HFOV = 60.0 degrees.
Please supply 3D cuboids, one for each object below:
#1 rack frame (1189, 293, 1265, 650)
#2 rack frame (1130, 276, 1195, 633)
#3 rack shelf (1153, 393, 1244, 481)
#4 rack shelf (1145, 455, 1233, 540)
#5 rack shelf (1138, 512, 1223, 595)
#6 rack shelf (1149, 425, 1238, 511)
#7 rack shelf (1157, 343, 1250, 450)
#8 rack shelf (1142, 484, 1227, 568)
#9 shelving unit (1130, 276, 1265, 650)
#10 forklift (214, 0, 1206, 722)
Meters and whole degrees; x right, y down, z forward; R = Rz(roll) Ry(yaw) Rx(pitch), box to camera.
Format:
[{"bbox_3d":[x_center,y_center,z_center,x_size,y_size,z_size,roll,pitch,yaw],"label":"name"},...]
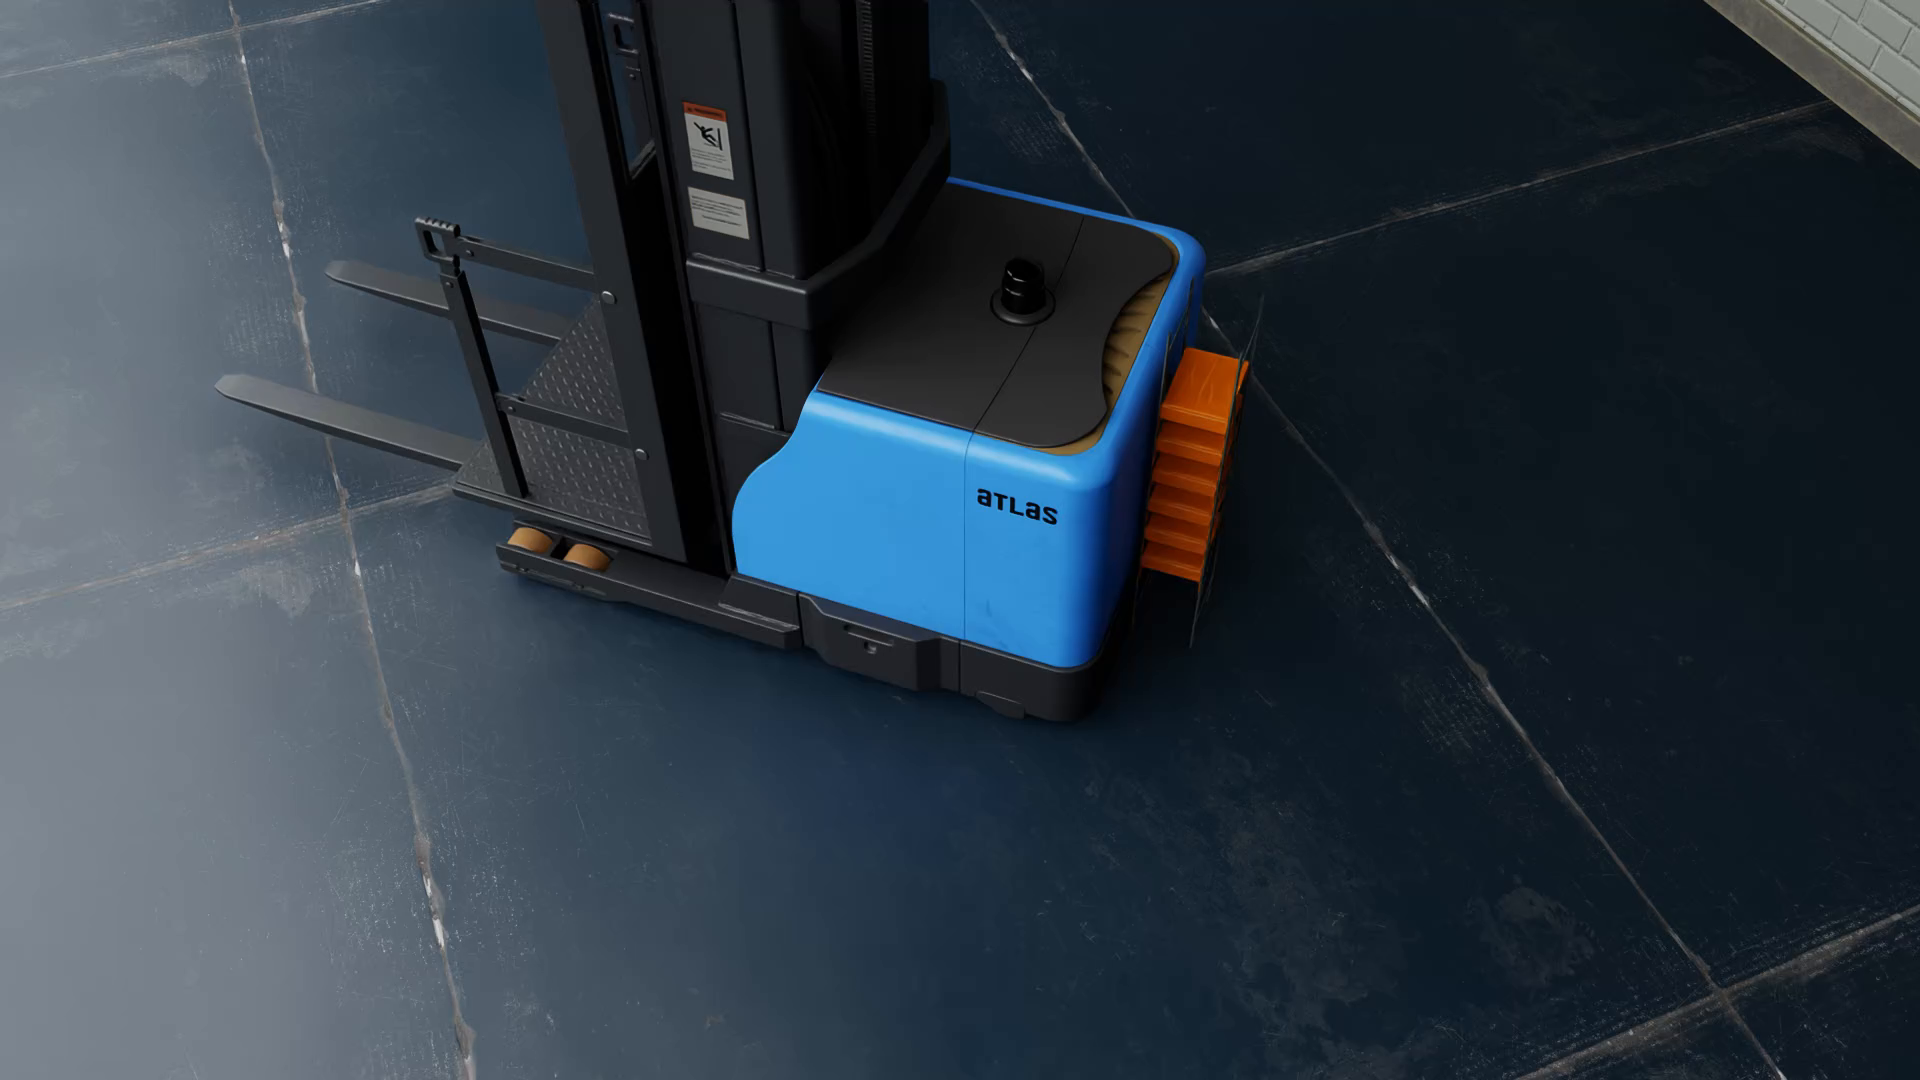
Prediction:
[{"bbox_3d":[0.728,-0.149,4.587,0.006,1.200,0.240,16,51,13],"label":"rack frame"},{"bbox_3d":[0.556,-0.197,4.629,0.006,1.200,0.240,16,51,13],"label":"rack frame"},{"bbox_3d":[0.642,-0.301,4.459,0.180,0.103,0.258,16,51,13],"label":"rack shelf"},{"bbox_3d":[0.642,-0.144,4.642,0.180,0.103,0.258,16,51,13],"label":"rack shelf"},{"bbox_3d":[0.642,0.012,4.824,0.180,0.103,0.258,16,51,13],"label":"rack shelf"},{"bbox_3d":[0.642,-0.222,4.551,0.180,0.103,0.258,16,51,13],"label":"rack shelf"},{"bbox_3d":[0.642,-0.379,4.368,0.180,0.103,0.258,16,51,13],"label":"rack shelf"},{"bbox_3d":[0.642,-0.066,4.733,0.180,0.103,0.258,16,51,13],"label":"rack shelf"},{"bbox_3d":[0.642,-0.173,4.608,0.189,1.200,0.258,16,51,13],"label":"shelving unit"},{"bbox_3d":[-0.882,-1.142,4.299,3.031,2.935,1.130,16,51,13],"label":"forklift"}]
